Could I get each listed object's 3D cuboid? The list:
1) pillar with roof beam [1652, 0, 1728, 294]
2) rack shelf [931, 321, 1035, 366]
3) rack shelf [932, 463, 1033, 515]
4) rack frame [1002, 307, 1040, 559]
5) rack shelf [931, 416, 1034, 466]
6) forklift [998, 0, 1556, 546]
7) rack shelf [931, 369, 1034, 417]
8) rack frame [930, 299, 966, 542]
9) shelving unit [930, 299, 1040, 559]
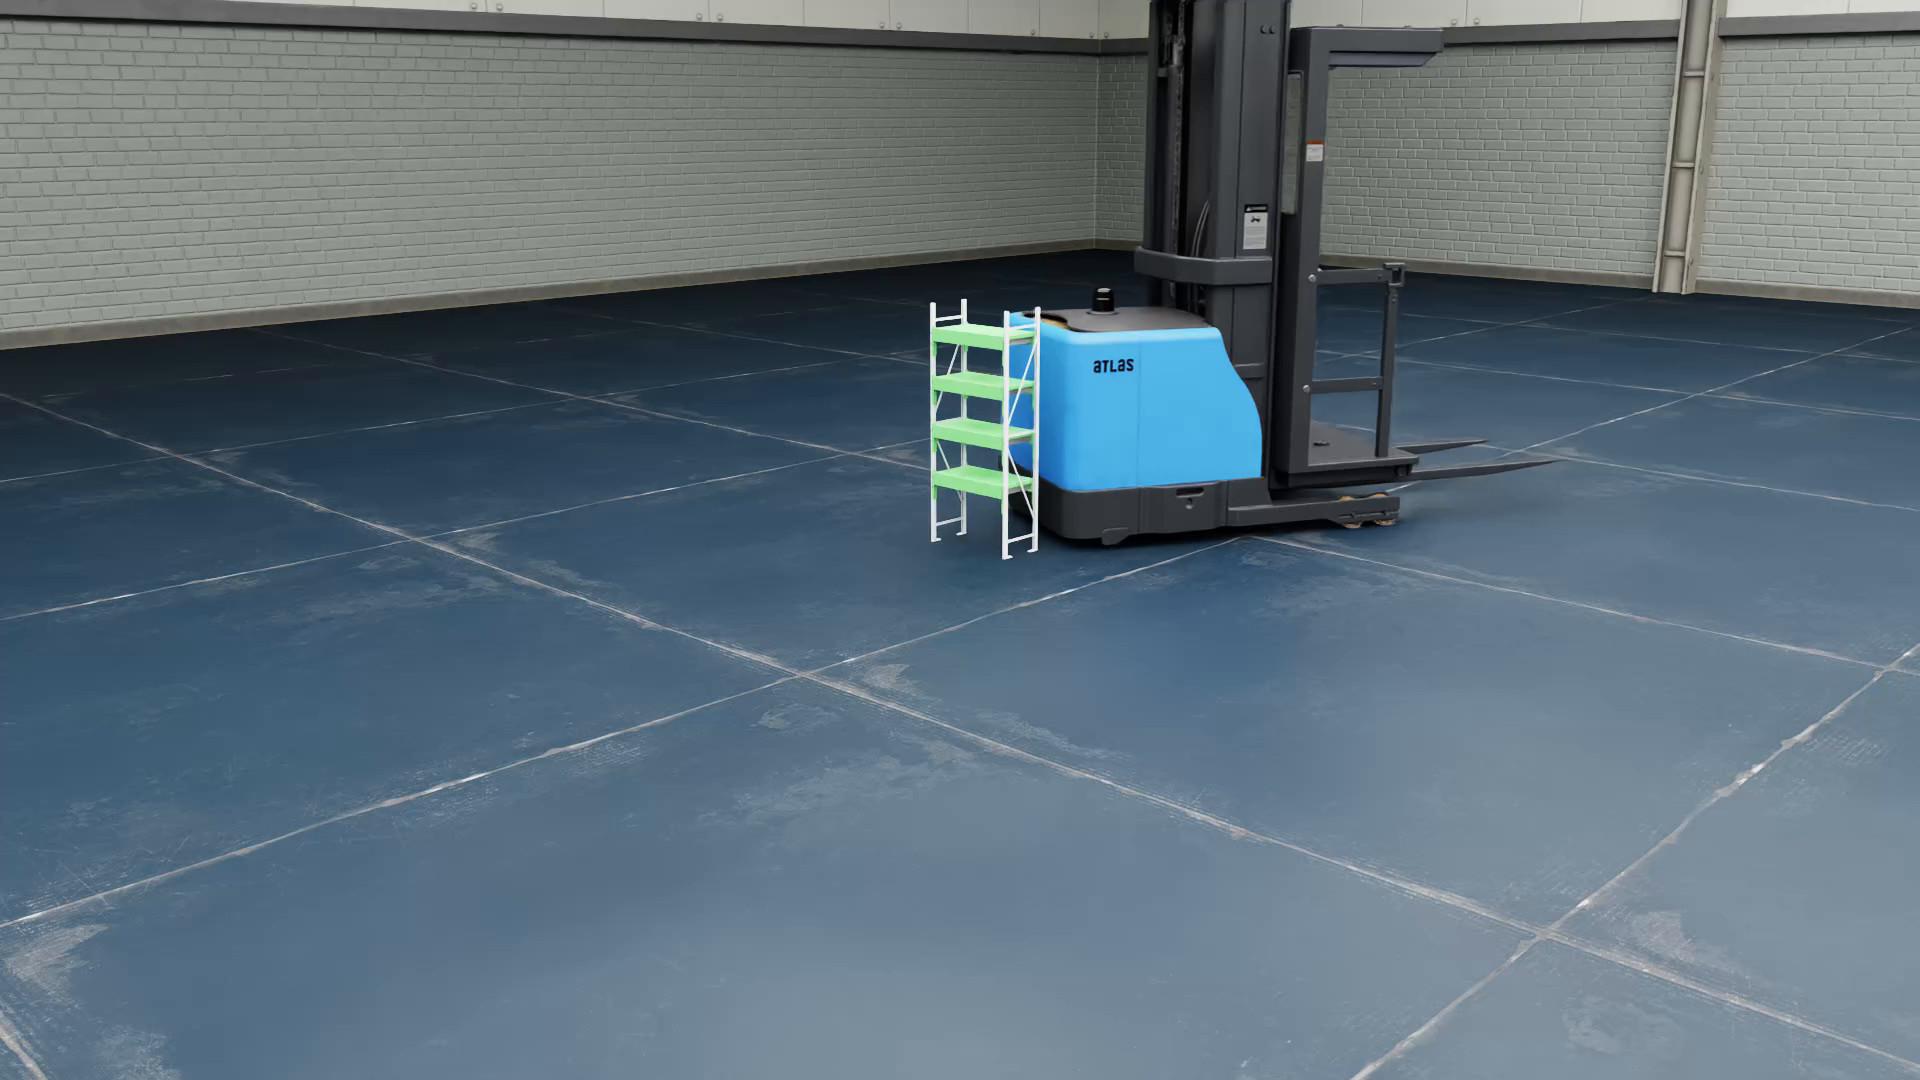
[{"bbox_3d":[5.474,-6.514,15.583,0.400,9.000,9.100,14,20,42],"label":"pillar with roof beam"},{"bbox_3d":[0.119,-0.954,8.065,0.480,0.148,0.258,14,20,42],"label":"rack shelf"},{"bbox_3d":[0.119,-0.258,8.246,0.480,0.148,0.258,14,20,42],"label":"rack shelf"},{"bbox_3d":[0.295,-0.509,8.006,0.015,1.200,0.240,14,20,42],"label":"rack frame"},{"bbox_3d":[0.119,-0.490,8.186,0.480,0.148,0.258,14,20,42],"label":"rack shelf"},{"bbox_3d":[1.779,-1.596,8.746,3.031,2.935,1.130,-5,15,-19],"label":"forklift"},{"bbox_3d":[0.119,-0.722,8.125,0.480,0.148,0.258,14,20,42],"label":"rack shelf"},{"bbox_3d":[-0.056,-0.594,8.333,0.015,1.200,0.240,14,20,42],"label":"rack frame"},{"bbox_3d":[0.119,-0.552,8.170,0.503,1.200,0.258,14,20,42],"label":"shelving unit"}]
